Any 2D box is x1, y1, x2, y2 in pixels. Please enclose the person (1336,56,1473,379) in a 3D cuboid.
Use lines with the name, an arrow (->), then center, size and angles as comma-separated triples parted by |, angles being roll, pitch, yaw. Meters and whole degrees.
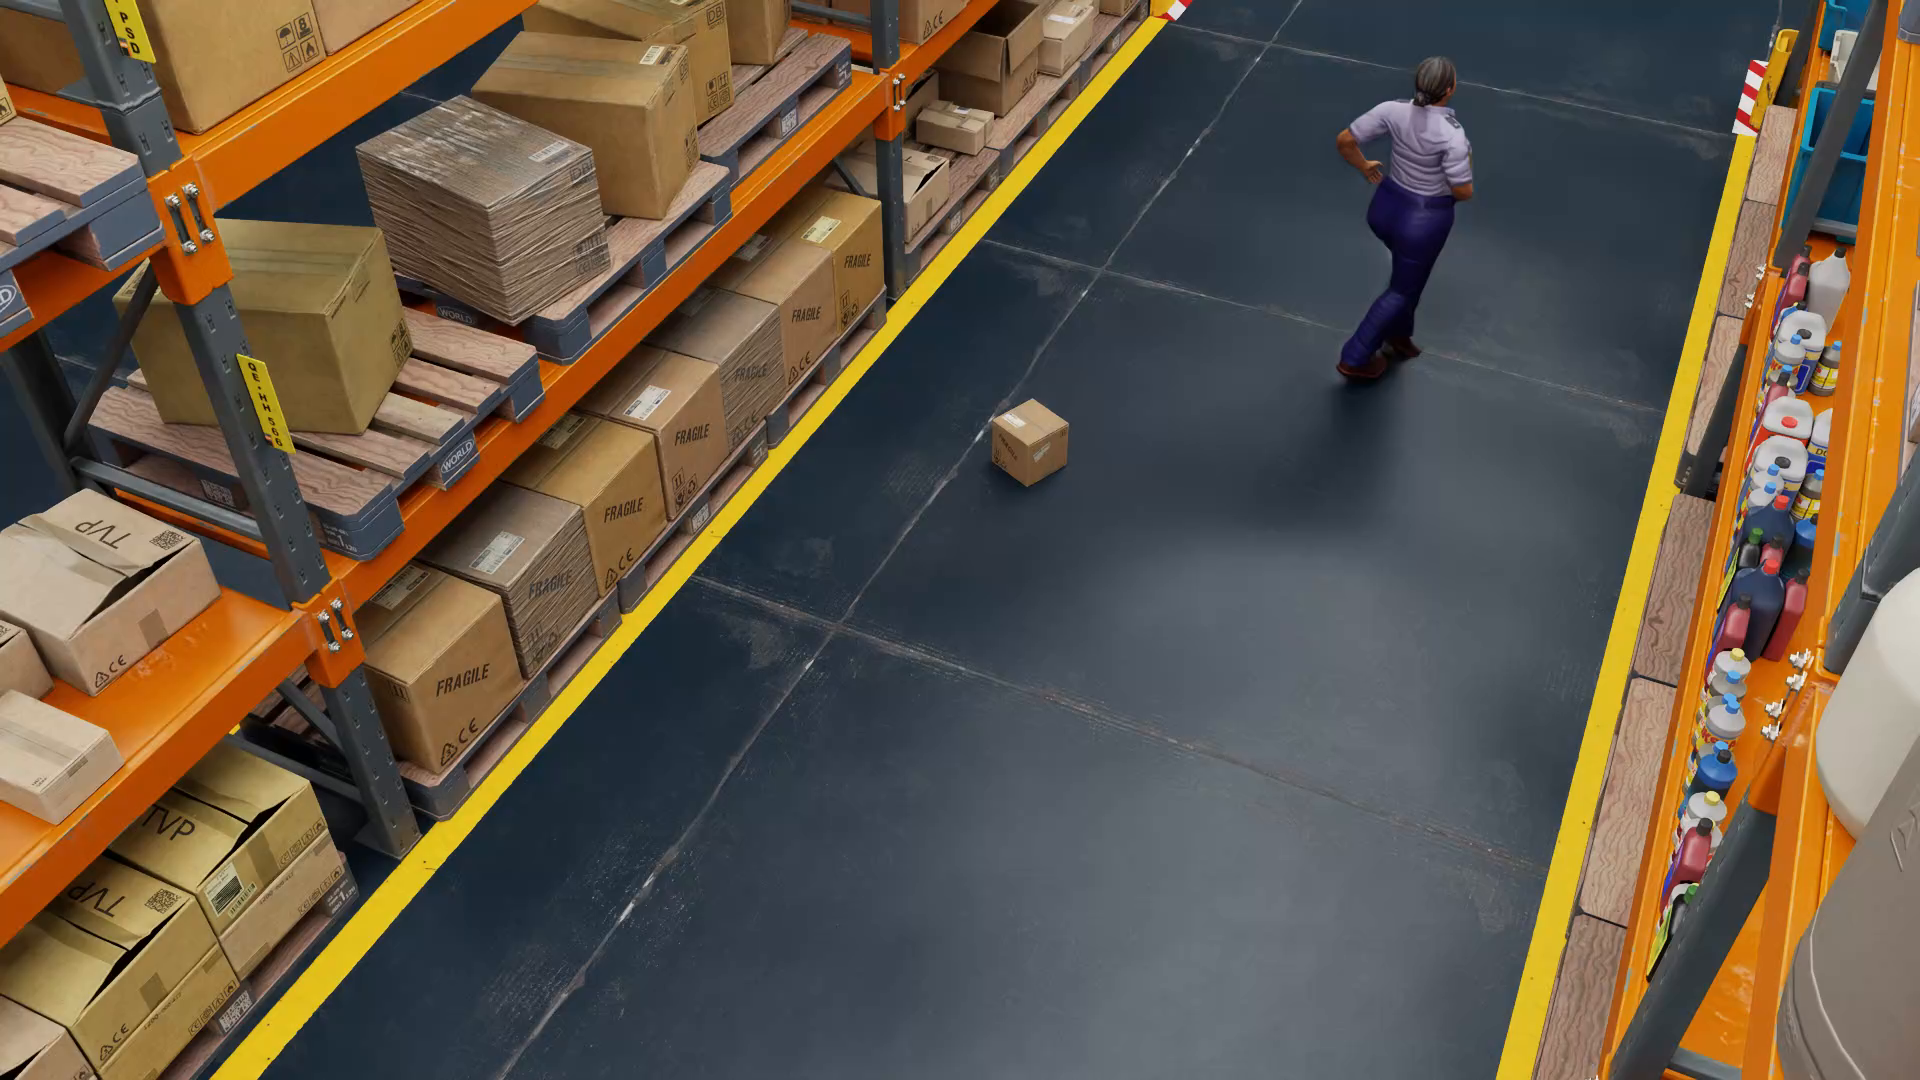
person -> 2.090, -1.463, 7.811 | 0.614, 1.689, 0.618 | -23, 47, -24
